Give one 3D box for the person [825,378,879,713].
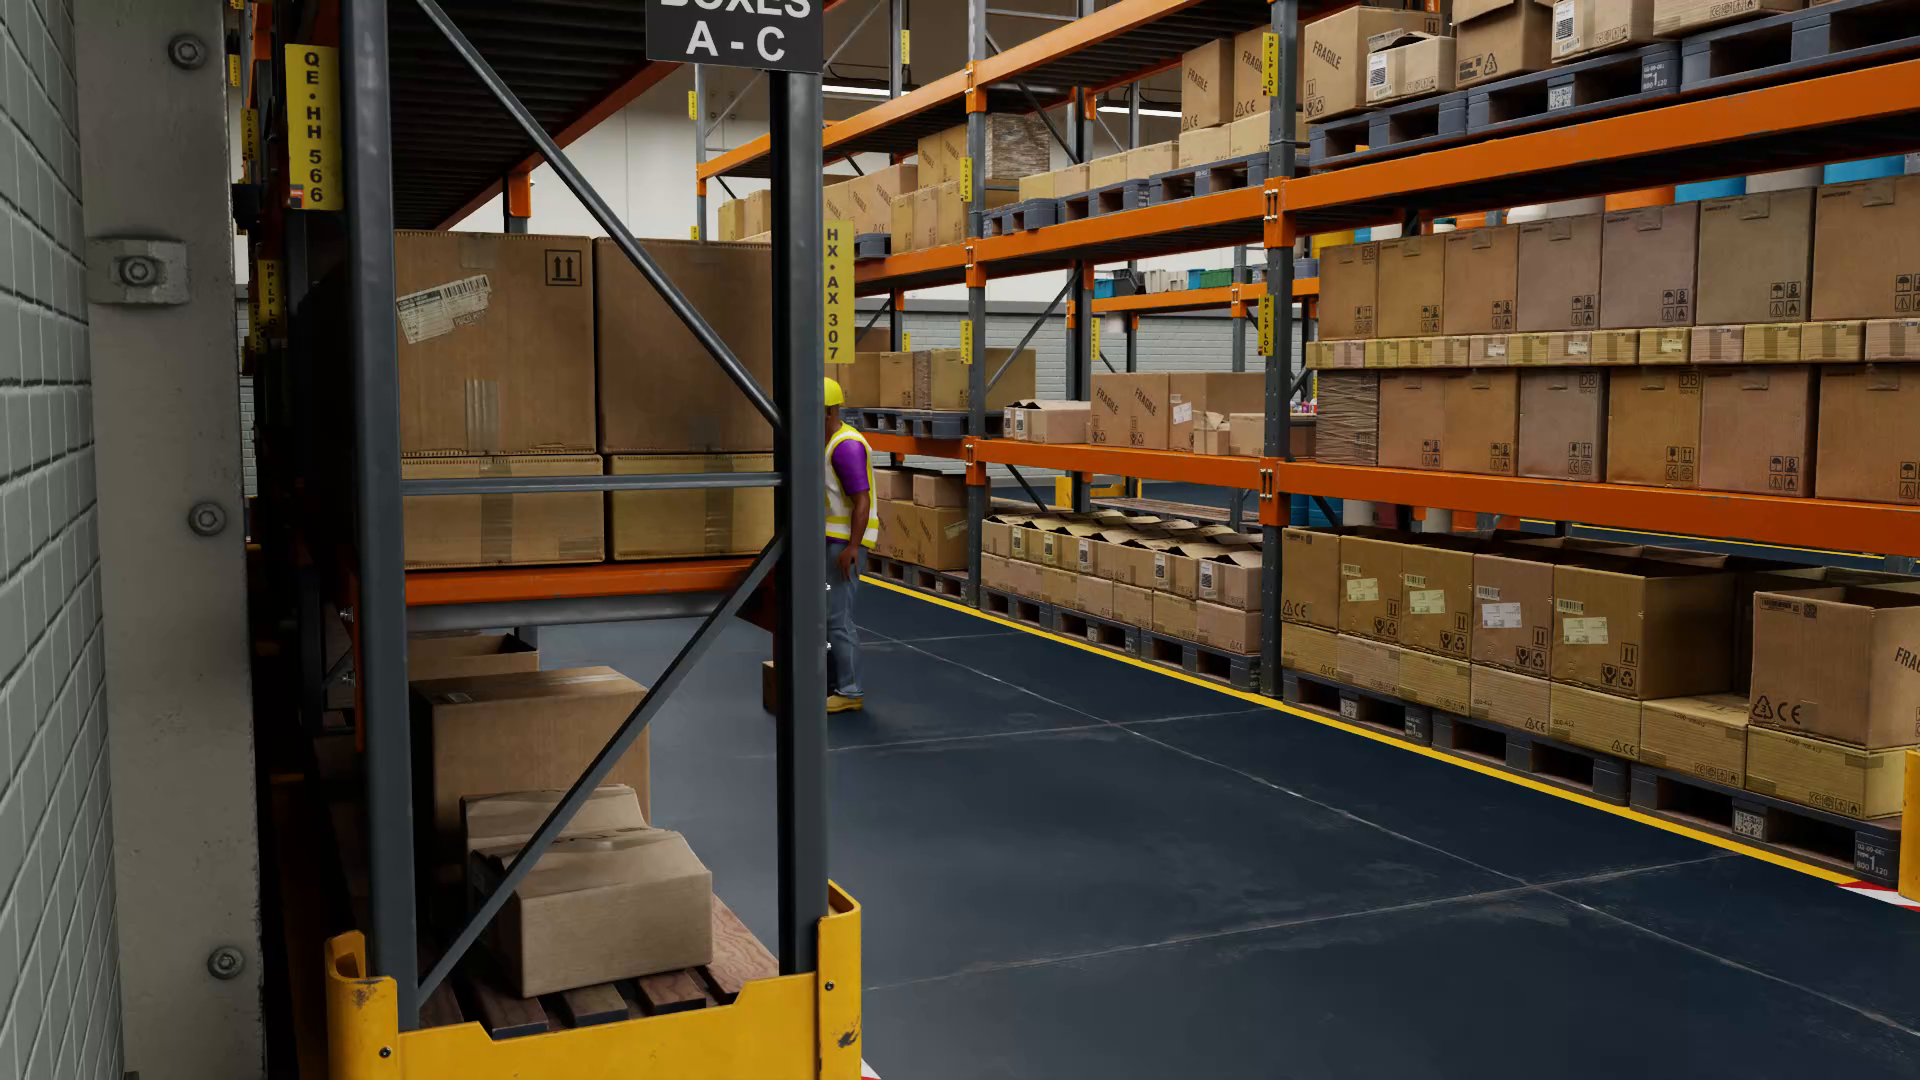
[{"bbox_3d":[-0.682,0.023,8.827,0.460,1.756,0.634,-3,6,-26],"label":"person"}]
